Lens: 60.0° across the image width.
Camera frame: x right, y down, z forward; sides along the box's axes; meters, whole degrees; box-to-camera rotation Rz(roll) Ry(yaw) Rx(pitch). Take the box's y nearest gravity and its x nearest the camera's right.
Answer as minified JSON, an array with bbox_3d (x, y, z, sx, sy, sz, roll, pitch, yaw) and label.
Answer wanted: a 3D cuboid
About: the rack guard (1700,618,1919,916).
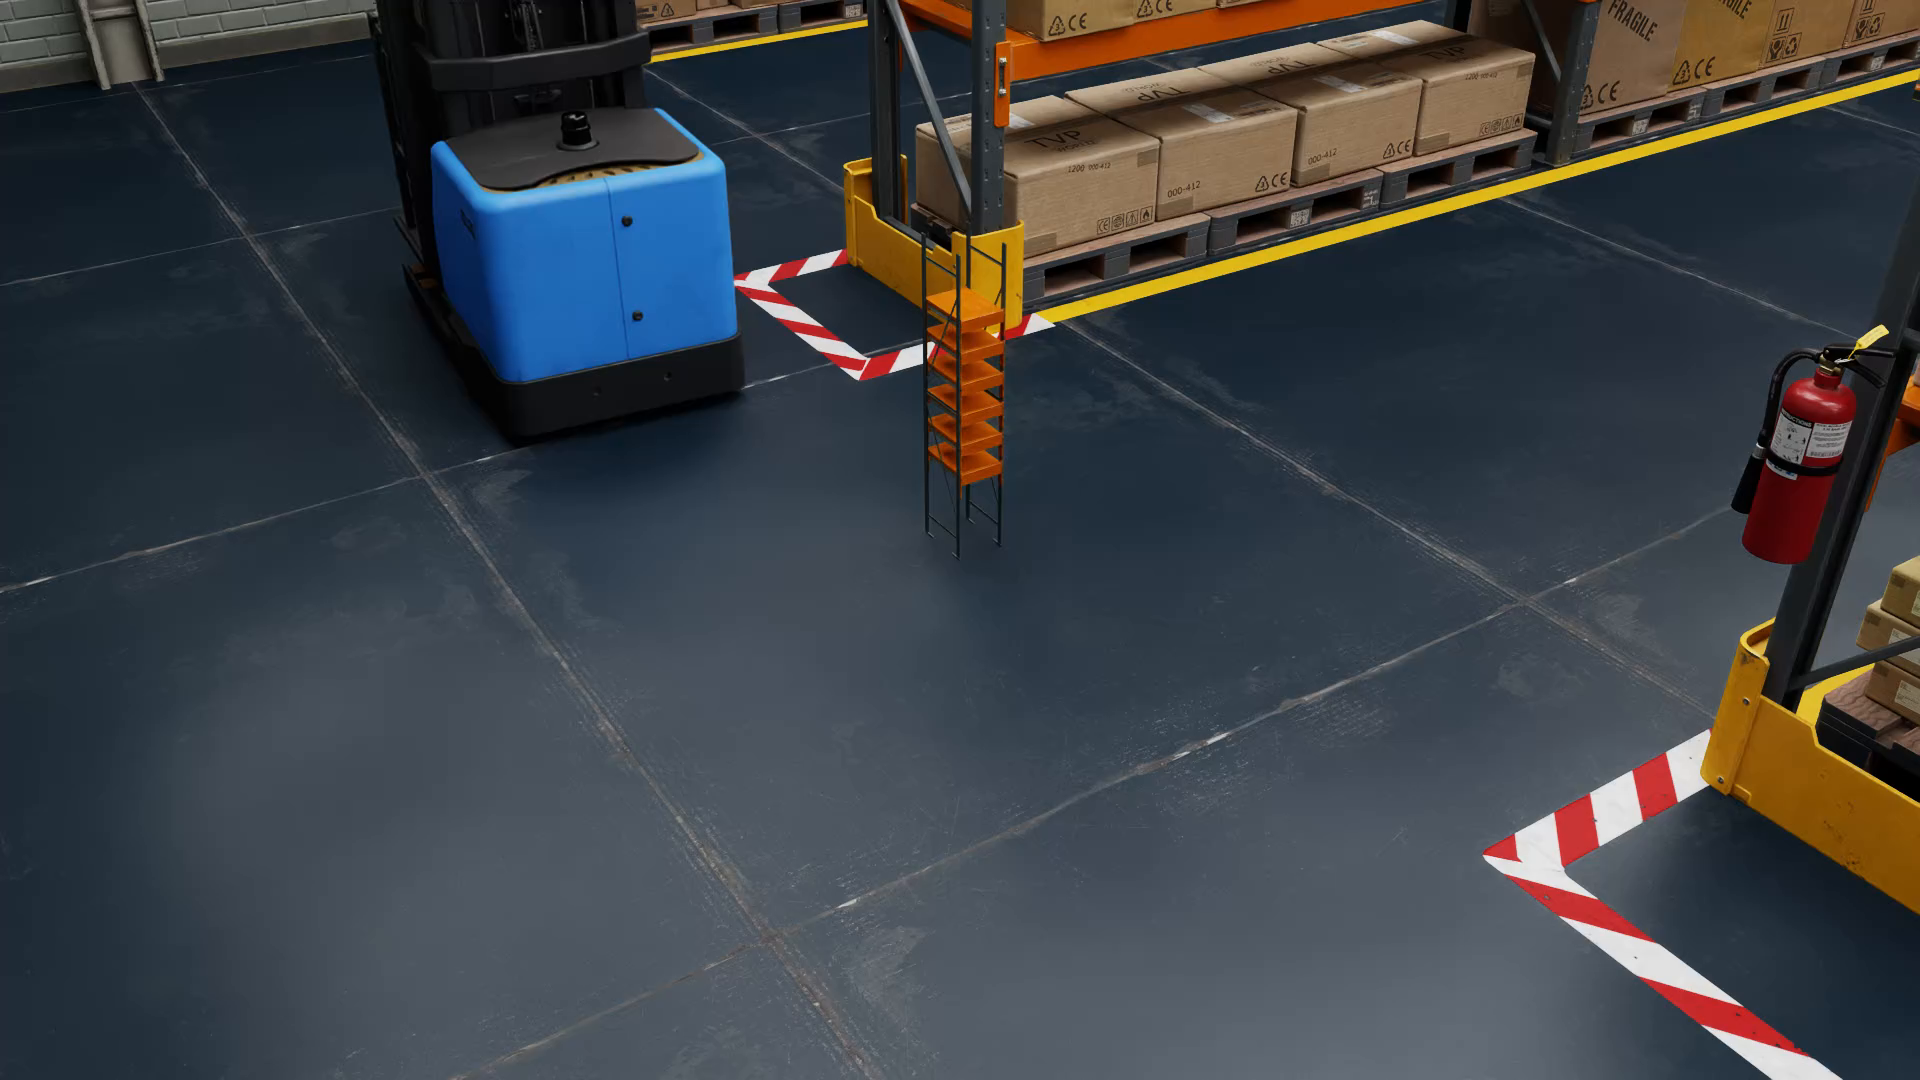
[{"bbox_3d":[2.709,0.717,4.645,0.348,0.500,1.175,-19,37,-27],"label":"rack guard"}]

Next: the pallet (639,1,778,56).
[{"bbox_3d":[-2.081,-3.807,12.088,1.213,0.211,1.003,-19,37,-27],"label":"pallet"}]

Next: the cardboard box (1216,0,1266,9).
[{"bbox_3d":[1.285,-2.859,7.877,0.500,0.500,0.500,-19,37,-28],"label":"cardboard box"}]

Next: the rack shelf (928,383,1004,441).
[{"bbox_3d":[0.012,-0.474,5.960,0.180,0.103,0.258,-19,37,-27],"label":"rack shelf"}]

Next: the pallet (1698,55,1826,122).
[{"bbox_3d":[4.874,-3.097,10.962,1.213,0.211,1.003,-19,37,-27],"label":"pallet"}]

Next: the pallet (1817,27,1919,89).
[{"bbox_3d":[5.899,-3.448,11.518,1.213,0.211,1.003,-19,37,-27],"label":"pallet"}]

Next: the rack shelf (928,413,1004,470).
[{"bbox_3d":[0.012,-0.373,6.024,0.180,0.103,0.258,-19,37,-27],"label":"rack shelf"}]

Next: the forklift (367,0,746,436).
[{"bbox_3d":[-2.059,-2.428,7.352,1.130,2.935,3.031,-16,35,-23],"label":"forklift"}]

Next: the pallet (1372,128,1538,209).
[{"bbox_3d":[2.559,-2.301,9.700,1.213,0.211,1.003,-19,37,-27],"label":"pallet"}]

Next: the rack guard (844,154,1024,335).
[{"bbox_3d":[-0.142,-1.445,8.072,0.348,0.500,1.175,-19,37,-27],"label":"rack guard"}]

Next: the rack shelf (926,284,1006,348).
[{"bbox_3d":[0.012,-0.779,5.768,0.180,0.103,0.258,-19,37,-27],"label":"rack shelf"}]

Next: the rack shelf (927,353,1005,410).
[{"bbox_3d":[0.012,-0.576,5.896,0.180,0.103,0.258,-19,37,-27],"label":"rack shelf"}]

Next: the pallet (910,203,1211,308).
[{"bbox_3d":[0.508,-1.596,8.582,1.213,0.211,1.003,-19,37,-27],"label":"pallet"}]

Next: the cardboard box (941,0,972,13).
[{"bbox_3d":[0.140,-2.809,7.798,0.500,0.500,0.500,-19,37,-27],"label":"cardboard box"}]

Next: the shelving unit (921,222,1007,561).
[{"bbox_3d":[0.012,-0.512,5.937,0.189,1.200,0.258,-19,37,-27],"label":"shelving unit"}]

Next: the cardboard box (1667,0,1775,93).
[{"bbox_3d":[4.473,-3.424,10.464,0.875,0.875,0.875,-18,36,-26],"label":"cardboard box"}]

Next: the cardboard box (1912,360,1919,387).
[{"bbox_3d":[2.766,-0.433,4.361,0.250,0.149,0.380,-19,37,-27],"label":"cardboard box"}]

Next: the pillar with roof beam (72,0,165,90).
[{"bbox_3d":[-3.236,-4.965,5.687,0.400,9.000,9.100,-19,37,-27],"label":"pillar with roof beam"}]

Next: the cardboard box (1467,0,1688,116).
[{"bbox_3d":[3.718,-3.159,10.045,0.875,0.875,0.875,-18,36,-26],"label":"cardboard box"}]

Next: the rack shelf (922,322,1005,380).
[{"bbox_3d":[0.012,-0.677,5.832,0.180,0.103,0.258,-19,37,-27],"label":"rack shelf"}]

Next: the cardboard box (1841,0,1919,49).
[{"bbox_3d":[5.977,-3.938,11.279,0.875,0.875,0.875,-19,37,-28],"label":"cardboard box"}]

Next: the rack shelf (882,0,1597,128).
[{"bbox_3d":[1.559,-2.783,8.524,4.000,0.370,1.077,-19,37,-27],"label":"rack shelf"}]

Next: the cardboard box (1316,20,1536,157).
[{"bbox_3d":[2.654,-2.626,9.609,0.875,0.438,0.875,-20,37,-28],"label":"cardboard box"}]

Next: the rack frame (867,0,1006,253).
[{"bbox_3d":[-0.122,-2.509,7.416,0.127,3.000,1.000,-19,37,-27],"label":"rack frame"}]

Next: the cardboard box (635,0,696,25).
[{"bbox_3d":[-2.249,-3.990,11.710,0.637,0.503,0.797,-21,38,-29],"label":"cardboard box"}]

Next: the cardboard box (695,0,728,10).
[{"bbox_3d":[-1.871,-3.945,11.971,0.250,0.149,0.380,-21,38,-29],"label":"cardboard box"}]

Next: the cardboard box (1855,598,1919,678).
[{"bbox_3d":[2.934,0.303,4.957,0.250,0.149,0.380,-20,37,-29],"label":"cardboard box"}]

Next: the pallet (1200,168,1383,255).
[{"bbox_3d":[1.532,-1.946,9.137,1.213,0.211,1.003,-19,37,-27],"label":"pallet"}]

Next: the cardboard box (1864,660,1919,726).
[{"bbox_3d":[2.975,0.464,4.981,0.250,0.149,0.380,-18,37,-26],"label":"cardboard box"}]

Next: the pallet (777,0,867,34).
[{"bbox_3d":[-1.056,-4.158,12.643,1.213,0.211,1.003,-19,37,-27],"label":"pallet"}]

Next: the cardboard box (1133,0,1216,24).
[{"bbox_3d":[0.847,-2.720,7.657,0.500,0.500,0.500,-20,37,-28],"label":"cardboard box"}]

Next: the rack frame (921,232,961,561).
[{"bbox_3d":[-0.065,-0.485,5.895,0.006,1.200,0.240,-19,37,-27],"label":"rack frame"}]

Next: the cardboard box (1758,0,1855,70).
[{"bbox_3d":[5.225,-3.682,10.873,0.875,0.875,0.875,-19,37,-27],"label":"cardboard box"}]

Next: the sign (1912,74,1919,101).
[{"bbox_3d":[2.361,-1.196,3.954,0.005,0.325,0.100,-19,37,-27],"label":"sign"}]

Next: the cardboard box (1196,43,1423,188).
[{"bbox_3d":[1.902,-2.367,9.198,0.875,0.438,0.875,-20,37,-29],"label":"cardboard box"}]

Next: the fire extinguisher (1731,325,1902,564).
[{"bbox_3d":[2.183,-0.262,4.276,0.183,0.674,0.296,-19,37,-27],"label":"fire extinguisher"}]

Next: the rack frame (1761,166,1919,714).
[{"bbox_3d":[2.645,-0.318,3.943,0.127,3.000,1.000,-19,37,-27],"label":"rack frame"}]

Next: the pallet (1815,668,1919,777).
[{"bbox_3d":[3.411,0.620,5.069,1.213,0.211,1.003,-19,37,-27],"label":"pallet"}]

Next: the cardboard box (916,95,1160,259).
[{"bbox_3d":[0.379,-1.839,8.361,0.875,0.438,0.875,-20,38,-29],"label":"cardboard box"}]

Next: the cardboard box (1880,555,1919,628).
[{"bbox_3d":[2.953,0.191,4.856,0.250,0.149,0.380,-19,37,-27],"label":"cardboard box"}]

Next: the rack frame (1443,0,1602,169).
[{"bbox_3d":[3.240,-3.665,9.249,0.127,3.000,1.000,-19,37,-27],"label":"rack frame"}]

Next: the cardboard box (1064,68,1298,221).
[{"bbox_3d":[1.143,-2.107,8.786,0.875,0.438,0.875,-18,36,-26],"label":"cardboard box"}]

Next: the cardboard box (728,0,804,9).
[{"bbox_3d":[-1.509,-4.218,12.075,0.500,0.500,0.700,-17,36,-25],"label":"cardboard box"}]

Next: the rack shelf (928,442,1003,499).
[{"bbox_3d":[0.012,-0.271,6.088,0.180,0.103,0.258,-19,37,-27],"label":"rack shelf"}]

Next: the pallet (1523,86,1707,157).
[{"bbox_3d":[3.848,-2.743,10.400,1.213,0.211,1.003,-19,37,-27],"label":"pallet"}]

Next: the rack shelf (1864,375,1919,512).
[{"bbox_3d":[4.326,-0.592,5.052,4.000,0.370,1.077,-19,37,-27],"label":"rack shelf"}]

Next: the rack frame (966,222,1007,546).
[{"bbox_3d":[0.089,-0.538,5.978,0.006,1.200,0.240,-19,37,-27],"label":"rack frame"}]

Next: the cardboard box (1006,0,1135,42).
[{"bbox_3d":[0.437,-2.561,7.405,0.500,0.500,0.500,-19,37,-28],"label":"cardboard box"}]
